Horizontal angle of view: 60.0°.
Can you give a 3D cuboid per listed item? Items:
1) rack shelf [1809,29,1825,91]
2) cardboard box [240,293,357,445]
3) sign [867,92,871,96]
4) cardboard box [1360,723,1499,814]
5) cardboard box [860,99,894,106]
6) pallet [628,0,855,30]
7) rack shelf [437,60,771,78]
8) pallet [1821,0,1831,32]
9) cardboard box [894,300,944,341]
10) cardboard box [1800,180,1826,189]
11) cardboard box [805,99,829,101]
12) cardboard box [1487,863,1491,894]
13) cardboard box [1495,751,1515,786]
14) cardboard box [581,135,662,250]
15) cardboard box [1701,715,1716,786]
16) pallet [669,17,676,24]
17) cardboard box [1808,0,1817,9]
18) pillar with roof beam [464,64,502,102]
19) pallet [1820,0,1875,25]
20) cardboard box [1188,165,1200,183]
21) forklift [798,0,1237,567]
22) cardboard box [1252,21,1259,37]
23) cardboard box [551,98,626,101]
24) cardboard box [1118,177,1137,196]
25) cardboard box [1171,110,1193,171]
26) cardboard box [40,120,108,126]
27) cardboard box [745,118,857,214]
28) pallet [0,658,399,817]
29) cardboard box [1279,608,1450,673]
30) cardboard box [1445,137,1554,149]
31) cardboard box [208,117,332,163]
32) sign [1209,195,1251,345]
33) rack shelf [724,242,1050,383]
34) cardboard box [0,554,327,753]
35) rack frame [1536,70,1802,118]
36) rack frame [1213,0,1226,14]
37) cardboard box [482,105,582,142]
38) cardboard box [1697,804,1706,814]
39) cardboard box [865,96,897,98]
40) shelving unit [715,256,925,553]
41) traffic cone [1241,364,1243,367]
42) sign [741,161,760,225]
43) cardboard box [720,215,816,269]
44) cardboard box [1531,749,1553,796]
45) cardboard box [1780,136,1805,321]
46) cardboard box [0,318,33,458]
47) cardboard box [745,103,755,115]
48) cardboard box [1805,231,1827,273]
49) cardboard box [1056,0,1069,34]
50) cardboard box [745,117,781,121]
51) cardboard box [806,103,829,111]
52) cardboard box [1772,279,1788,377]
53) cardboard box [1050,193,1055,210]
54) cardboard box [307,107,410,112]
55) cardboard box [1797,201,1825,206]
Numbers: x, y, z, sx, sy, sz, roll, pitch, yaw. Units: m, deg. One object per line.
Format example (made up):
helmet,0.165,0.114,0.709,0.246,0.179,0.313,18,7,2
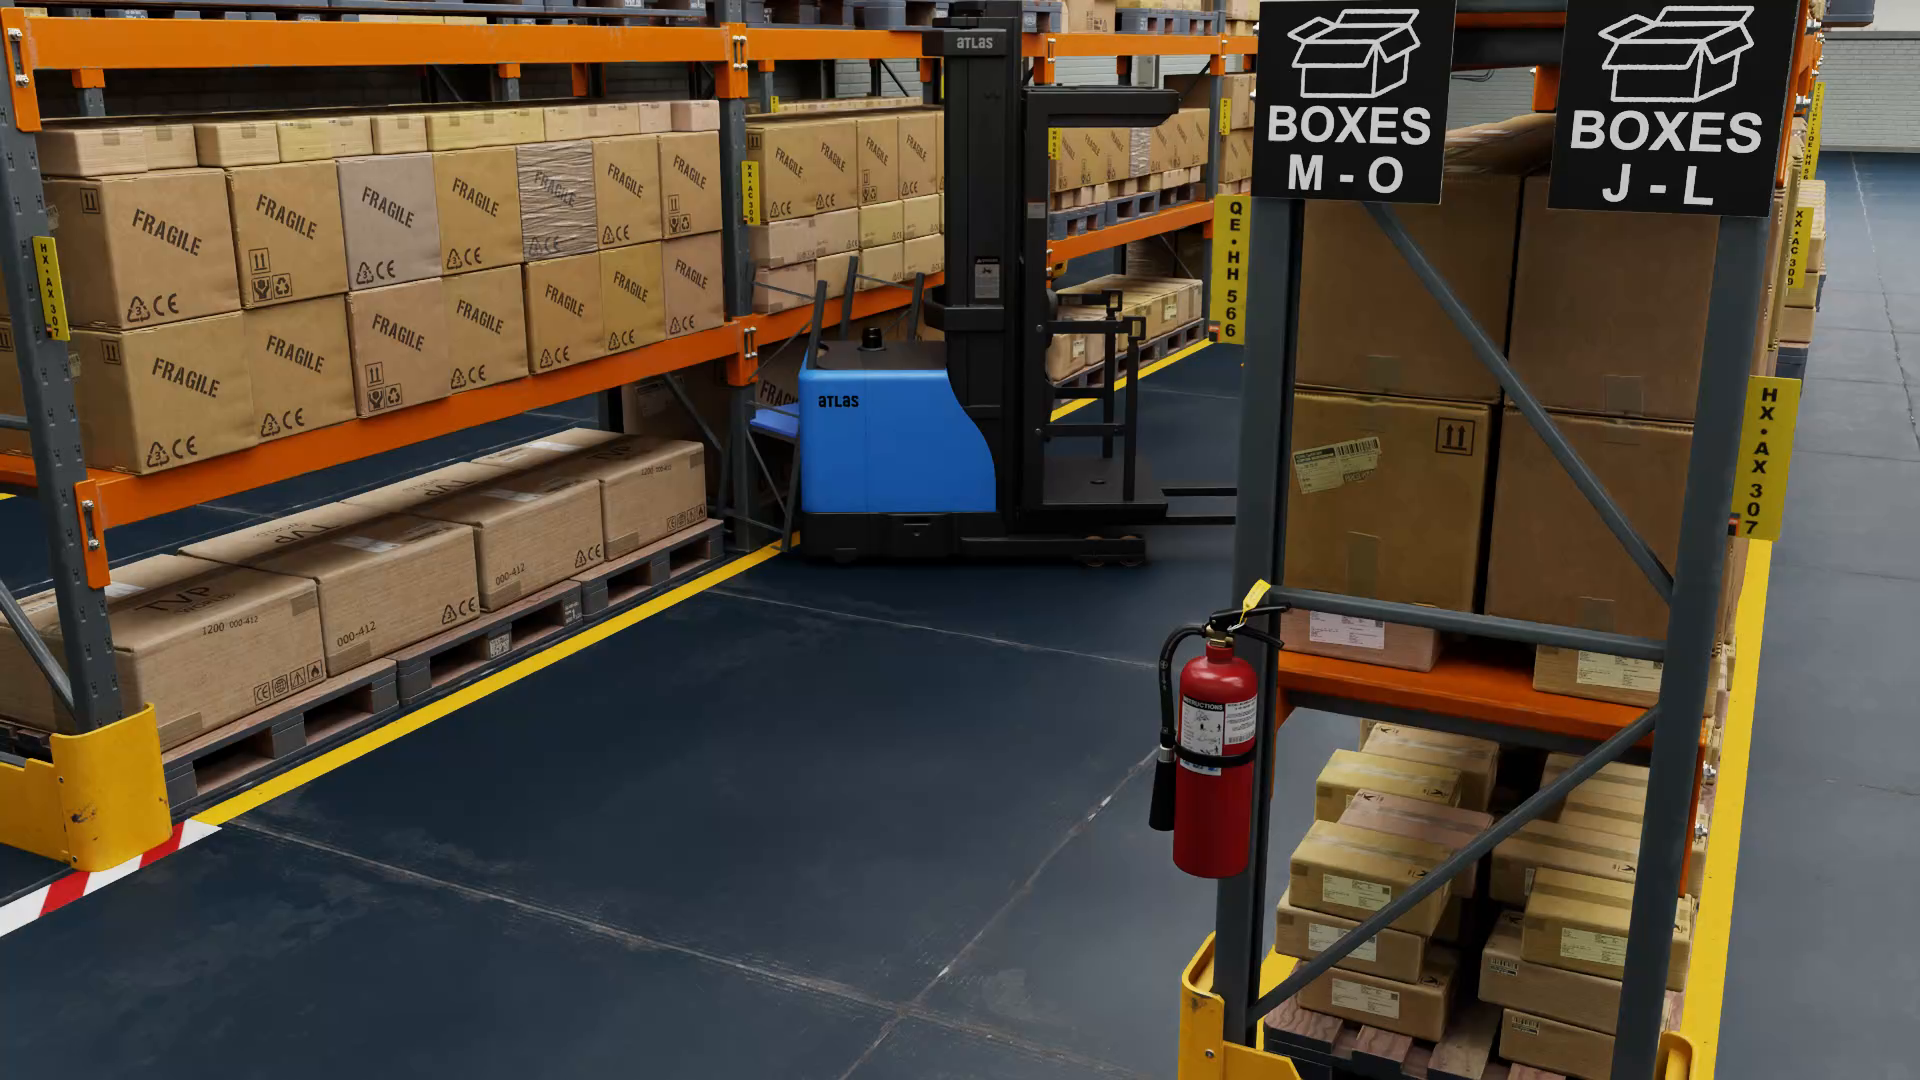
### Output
rack shelf,3.773,-2.434,8.448,1.077,0.370,4.000,8,18,25
cardboard box,-2.709,-0.683,6.381,0.500,0.500,0.500,8,18,25
sign,-1.168,-5.648,21.613,0.100,0.325,0.005,8,18,25
cardboard box,1.440,0.703,5.113,0.380,0.149,0.250,7,18,23
cardboard box,-1.016,-5.235,20.045,0.380,0.149,0.250,9,19,27
pallet,-1.229,-3.022,9.498,0.805,0.209,1.217,7,18,23
rack shelf,-3.355,-4.688,16.035,1.077,0.370,4.000,8,18,25
pallet,4.907,-3.369,10.662,1.213,0.211,1.003,9,19,28
cardboard box,-0.592,-1.246,11.444,0.875,0.875,0.875,8,18,26
cardboard box,4.858,-2.034,9.762,0.380,0.149,0.250,7,18,23
cardboard box,-1.732,-5.176,19.845,0.380,0.149,0.250,8,18,26
cardboard box,1.459,0.992,5.185,0.380,0.149,0.250,8,18,26
cardboard box,1.654,0.710,5.613,0.380,0.149,0.250,9,19,28
cardboard box,-1.792,-1.680,7.980,0.500,0.500,0.500,8,18,25
cardboard box,2.200,0.639,5.329,0.380,0.149,0.250,8,19,26
pallet,-2.844,-5.224,16.913,0.805,0.209,1.217,7,18,23
cardboard box,1.760,-1.395,3.946,0.500,0.250,0.500,9,19,27
pillar with roof beam,-0.622,-5.860,13.450,9.100,9.000,0.400,8,18,25
pallet,3.251,-2.324,7.141,1.213,0.211,1.003,8,18,25
cardboard box,1.998,-3.388,15.368,0.380,0.149,0.250,8,18,26
forklift,0.630,-1.410,9.125,3.031,2.935,1.130,0,17,-2
cardboard box,2.795,-5.102,16.605,0.380,0.149,0.250,7,18,24
cardboard box,-1.967,-2.227,8.682,0.380,0.149,0.250,8,18,25
cardboard box,1.270,-3.000,14.062,0.380,0.149,0.250,9,19,27
cardboard box,1.759,-3.592,14.915,0.500,0.500,0.500,8,18,26
cardboard box,-3.308,-1.440,6.033,0.380,0.149,0.250,8,19,26
cardboard box,-0.938,-2.172,9.637,0.500,0.500,0.500,8,18,25
pallet,-3.094,0.706,6.777,1.003,0.211,1.213,8,18,25
cardboard box,0.985,0.188,4.063,0.380,0.149,0.250,8,18,25
cardboard box,1.525,-0.894,4.811,0.500,0.500,0.500,9,19,28
cardboard box,-2.602,-1.507,6.260,0.380,0.149,0.250,7,18,24
sign,0.604,-0.595,3.672,0.100,0.325,0.005,8,18,25
rack shelf,-0.700,-1.601,10.909,1.077,0.370,4.000,8,18,25
cardboard box,-3.176,0.429,6.574,0.875,0.438,0.875,7,18,24
rack frame,2.879,-0.832,7.057,1.000,3.000,0.127,8,18,25
rack frame,1.981,-6.350,15.097,1.000,3.000,0.127,8,18,25
cardboard box,-1.959,-1.905,7.597,0.380,0.149,0.250,8,18,25
cardboard box,2.191,0.938,5.369,0.380,0.149,0.250,7,18,23
cardboard box,-1.016,-5.566,21.159,0.380,0.149,0.250,8,18,24
shelving unit,-0.787,-0.798,9.414,0.538,1.500,1.048,18,18,25
traffic cone,2.679,-1.764,14.650,0.336,0.463,0.334,8,18,25
sign,-1.097,-1.819,8.720,0.100,0.325,0.005,8,18,25
cardboard box,-1.145,-1.680,9.298,0.500,0.250,0.500,8,18,24
cardboard box,2.088,0.767,5.421,0.380,0.149,0.250,9,19,28
cardboard box,2.227,-0.953,5.010,0.500,0.500,0.500,7,18,24
cardboard box,-3.403,-0.622,6.173,0.500,0.500,0.500,8,18,26
cardboard box,-2.440,-4.784,18.526,0.380,0.149,0.250,8,18,24
cardboard box,3.467,-1.240,7.089,0.380,0.149,0.250,9,19,28
cardboard box,0.600,-3.952,12.530,0.396,0.266,0.258,8,18,25
cardboard box,-1.395,-2.242,9.872,0.500,0.500,0.500,9,19,26
cardboard box,-1.705,-4.846,18.734,0.380,0.149,0.250,9,19,27
cardboard box,2.683,-0.731,6.020,0.500,0.500,0.500,8,18,24
cardboard box,0.505,-2.595,12.696,0.380,0.149,0.250,7,18,22
cardboard box,-2.665,-1.841,7.384,0.380,0.149,0.250,8,18,26
cardboard box,4.161,-1.638,8.431,0.380,0.149,0.250,9,19,27
